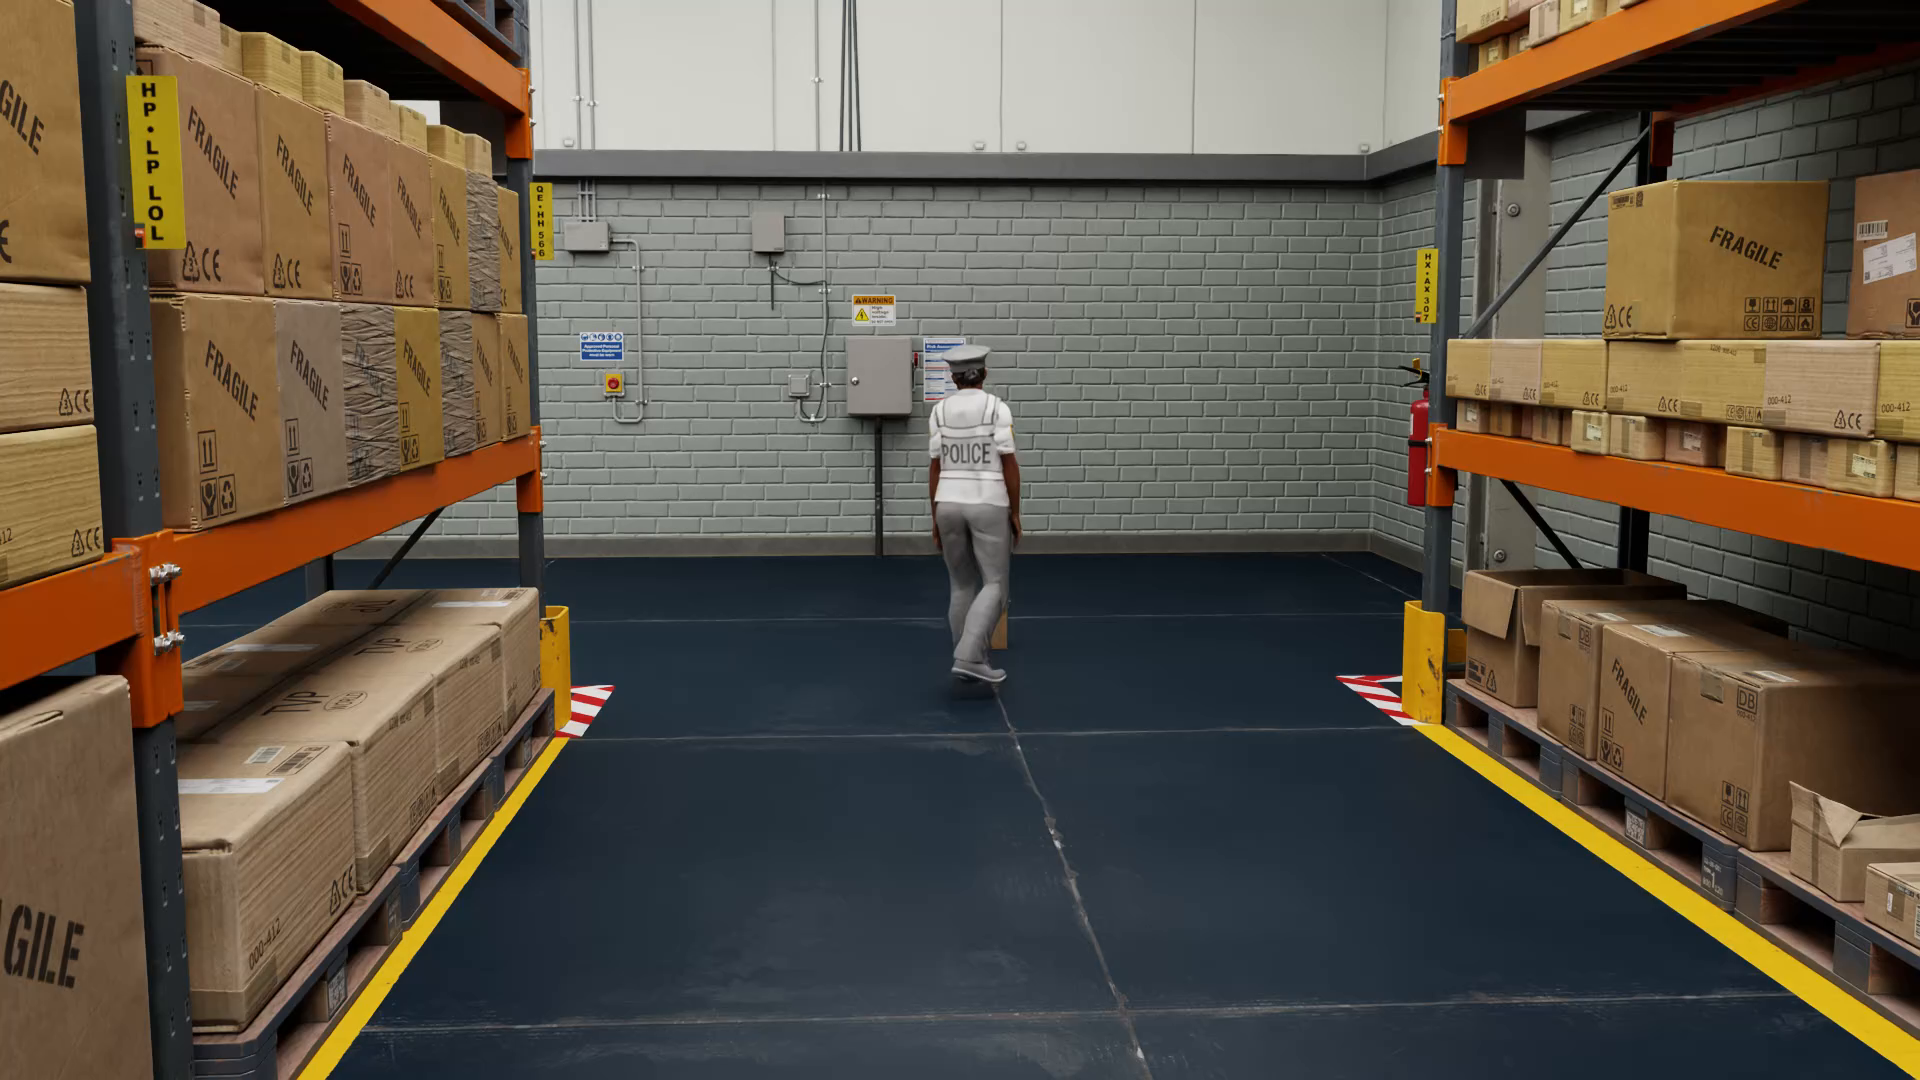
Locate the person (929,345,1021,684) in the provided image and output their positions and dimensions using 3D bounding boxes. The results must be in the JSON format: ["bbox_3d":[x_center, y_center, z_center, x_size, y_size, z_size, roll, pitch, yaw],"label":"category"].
[{"bbox_3d":[0.051,-0.112,8.099,0.479,1.663,0.656,3,8,23],"label":"person"}]
